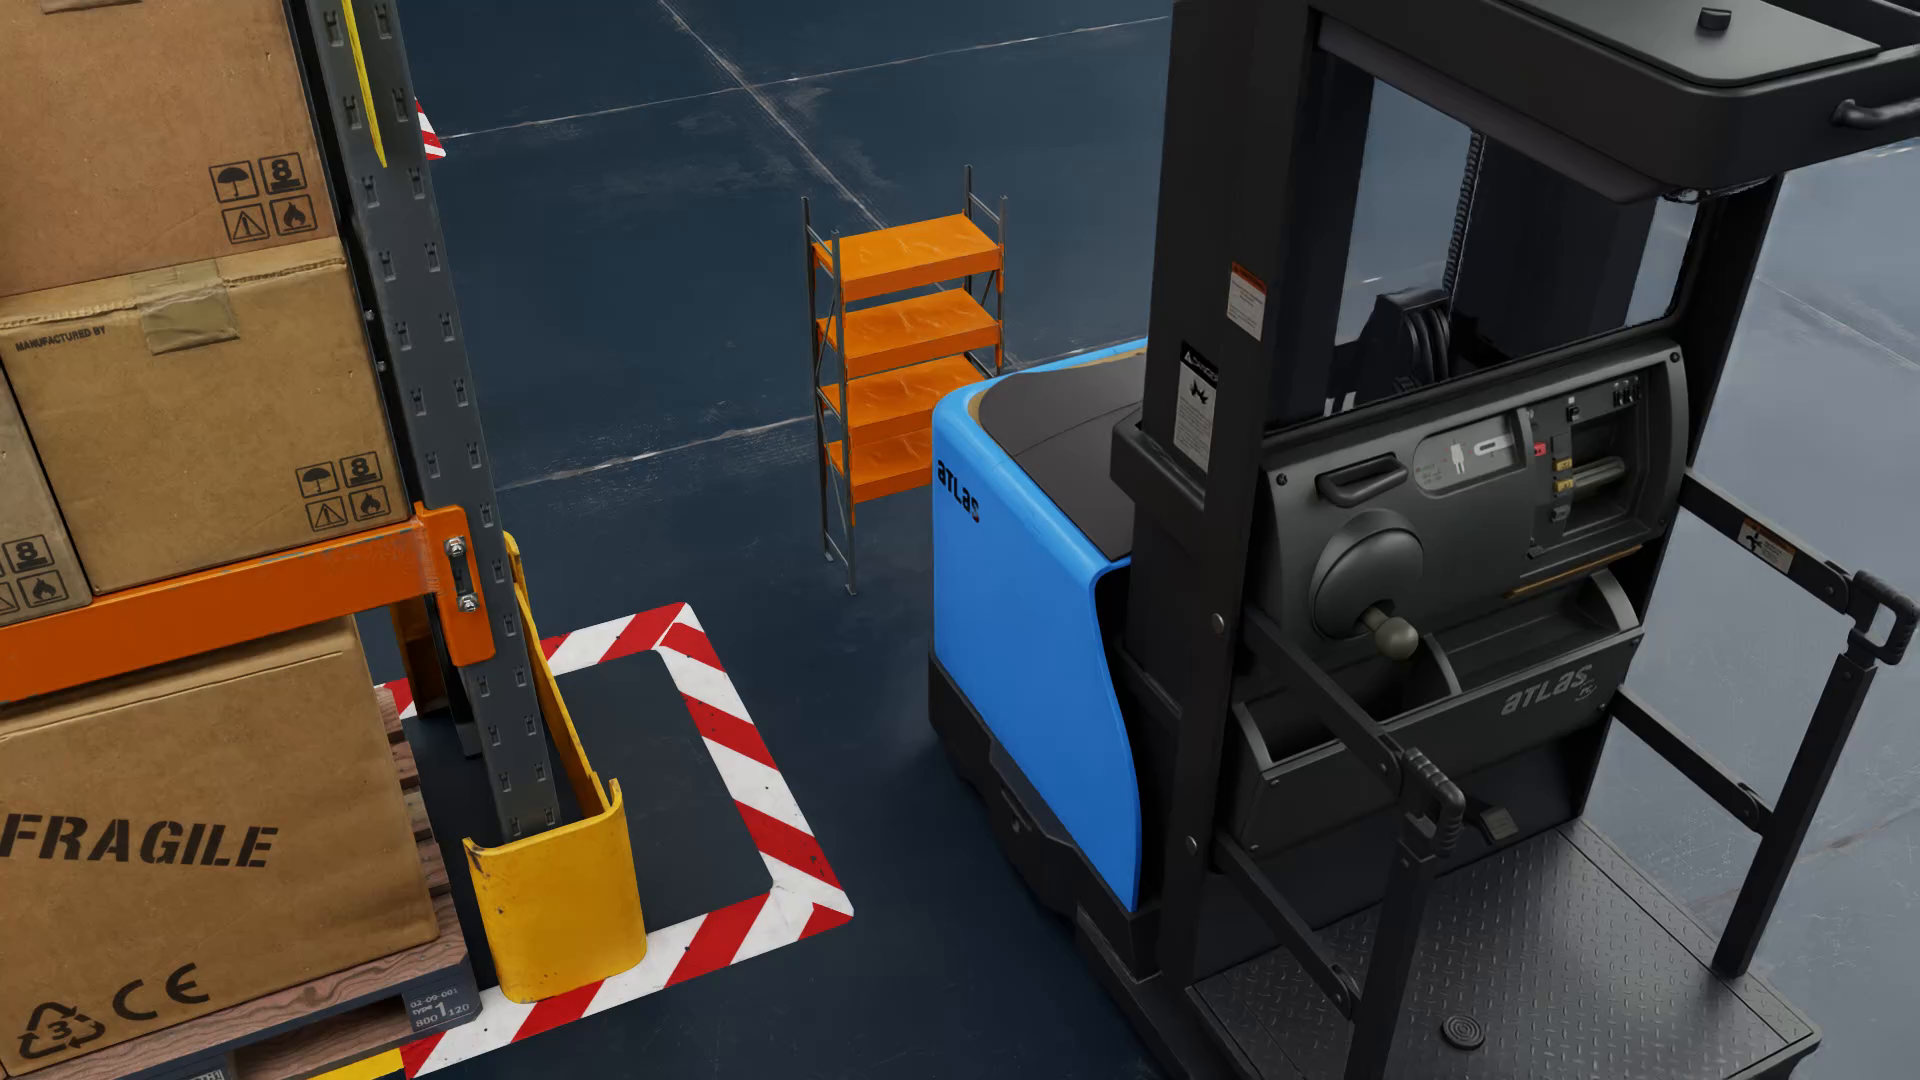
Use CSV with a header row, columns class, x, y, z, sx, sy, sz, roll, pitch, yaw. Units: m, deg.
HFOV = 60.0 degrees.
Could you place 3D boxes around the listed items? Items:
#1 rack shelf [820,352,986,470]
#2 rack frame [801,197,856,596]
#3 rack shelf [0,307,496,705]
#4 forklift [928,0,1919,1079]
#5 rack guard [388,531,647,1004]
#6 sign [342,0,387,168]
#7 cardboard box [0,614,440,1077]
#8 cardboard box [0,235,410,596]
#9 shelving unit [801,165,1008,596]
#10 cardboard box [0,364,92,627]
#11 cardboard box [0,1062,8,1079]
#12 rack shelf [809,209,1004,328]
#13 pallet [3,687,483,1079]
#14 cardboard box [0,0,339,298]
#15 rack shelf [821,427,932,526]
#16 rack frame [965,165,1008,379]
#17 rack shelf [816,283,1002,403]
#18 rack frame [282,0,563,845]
class,x,y,z,sx,sy,sz,roll,pitch,yaw
rack shelf,-0.150,-0.386,4.876,0.480,0.148,0.258,-16,39,-20
rack frame,-0.371,-0.378,4.753,0.015,1.200,0.240,-16,39,-20
rack shelf,-2.956,0.316,2.910,4.000,0.370,1.077,-16,39,-20
forklift,1.033,-0.008,2.801,1.130,2.935,3.031,-17,40,-21
rack guard,-1.124,0.518,4.131,0.348,0.500,1.175,-16,39,-20
sign,-0.928,-0.744,2.564,0.005,0.325,0.100,-16,39,-20
cardboard box,-1.731,0.413,3.607,0.875,0.875,0.875,-15,39,-20
cardboard box,-1.462,-0.421,3.174,0.550,0.550,0.875,-16,39,-20
shelving unit,-0.150,-0.440,4.836,0.503,1.200,0.258,-16,39,-20
cardboard box,-1.951,-0.270,2.971,0.550,0.550,0.875,-16,39,-20
cardboard box,-2.527,0.636,3.305,0.875,0.875,0.875,-16,40,-21
rack shelf,-0.150,-0.756,4.602,0.480,0.148,0.258,-16,39,-20
pallet,-1.836,0.885,3.880,1.213,0.211,1.003,-16,39,-20
cardboard box,-1.498,-0.900,2.914,0.550,0.550,0.875,-16,39,-20
rack shelf,-0.150,-0.226,4.994,0.480,0.148,0.258,-16,39,-20
rack frame,0.071,-0.502,4.919,0.015,1.200,0.240,-16,39,-20
rack shelf,-0.150,-0.566,4.743,0.480,0.148,0.258,-16,39,-20
rack frame,-1.146,-0.479,3.379,0.127,3.000,1.000,-16,39,-20
